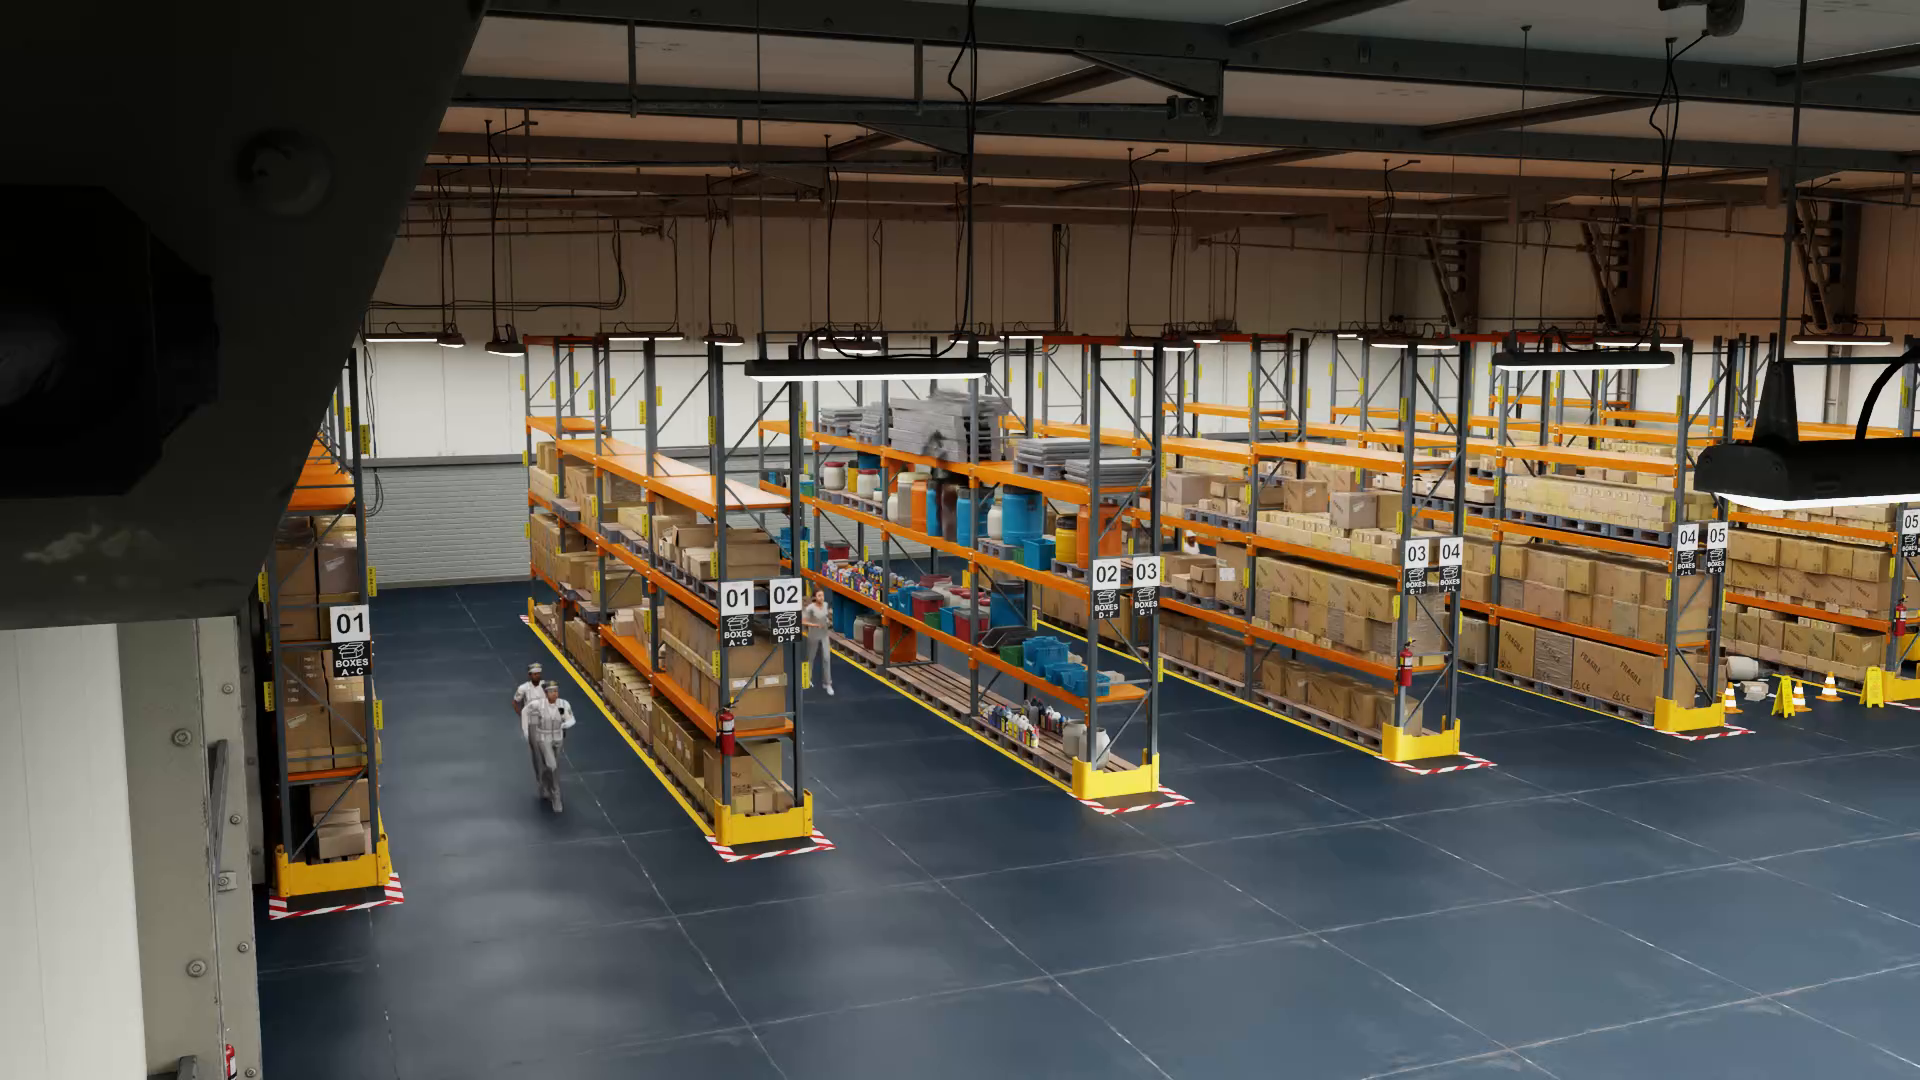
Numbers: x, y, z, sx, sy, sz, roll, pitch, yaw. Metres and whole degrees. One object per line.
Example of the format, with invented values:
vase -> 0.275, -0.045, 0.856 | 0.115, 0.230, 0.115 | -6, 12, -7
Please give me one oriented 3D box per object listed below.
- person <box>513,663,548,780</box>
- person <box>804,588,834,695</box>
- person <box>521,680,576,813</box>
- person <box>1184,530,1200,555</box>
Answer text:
person -> -5.799, 2.446, 22.707 | 0.548, 1.602, 0.589 | -4, 9, -28
person -> -2.323, 1.615, 27.049 | 0.518, 1.711, 0.822 | -4, 8, -25
person -> -5.339, 2.641, 21.632 | 0.636, 1.724, 0.816 | -5, 9, -31
person -> 4.927, 0.667, 35.975 | 0.640, 1.796, 0.890 | -3, 8, -23
